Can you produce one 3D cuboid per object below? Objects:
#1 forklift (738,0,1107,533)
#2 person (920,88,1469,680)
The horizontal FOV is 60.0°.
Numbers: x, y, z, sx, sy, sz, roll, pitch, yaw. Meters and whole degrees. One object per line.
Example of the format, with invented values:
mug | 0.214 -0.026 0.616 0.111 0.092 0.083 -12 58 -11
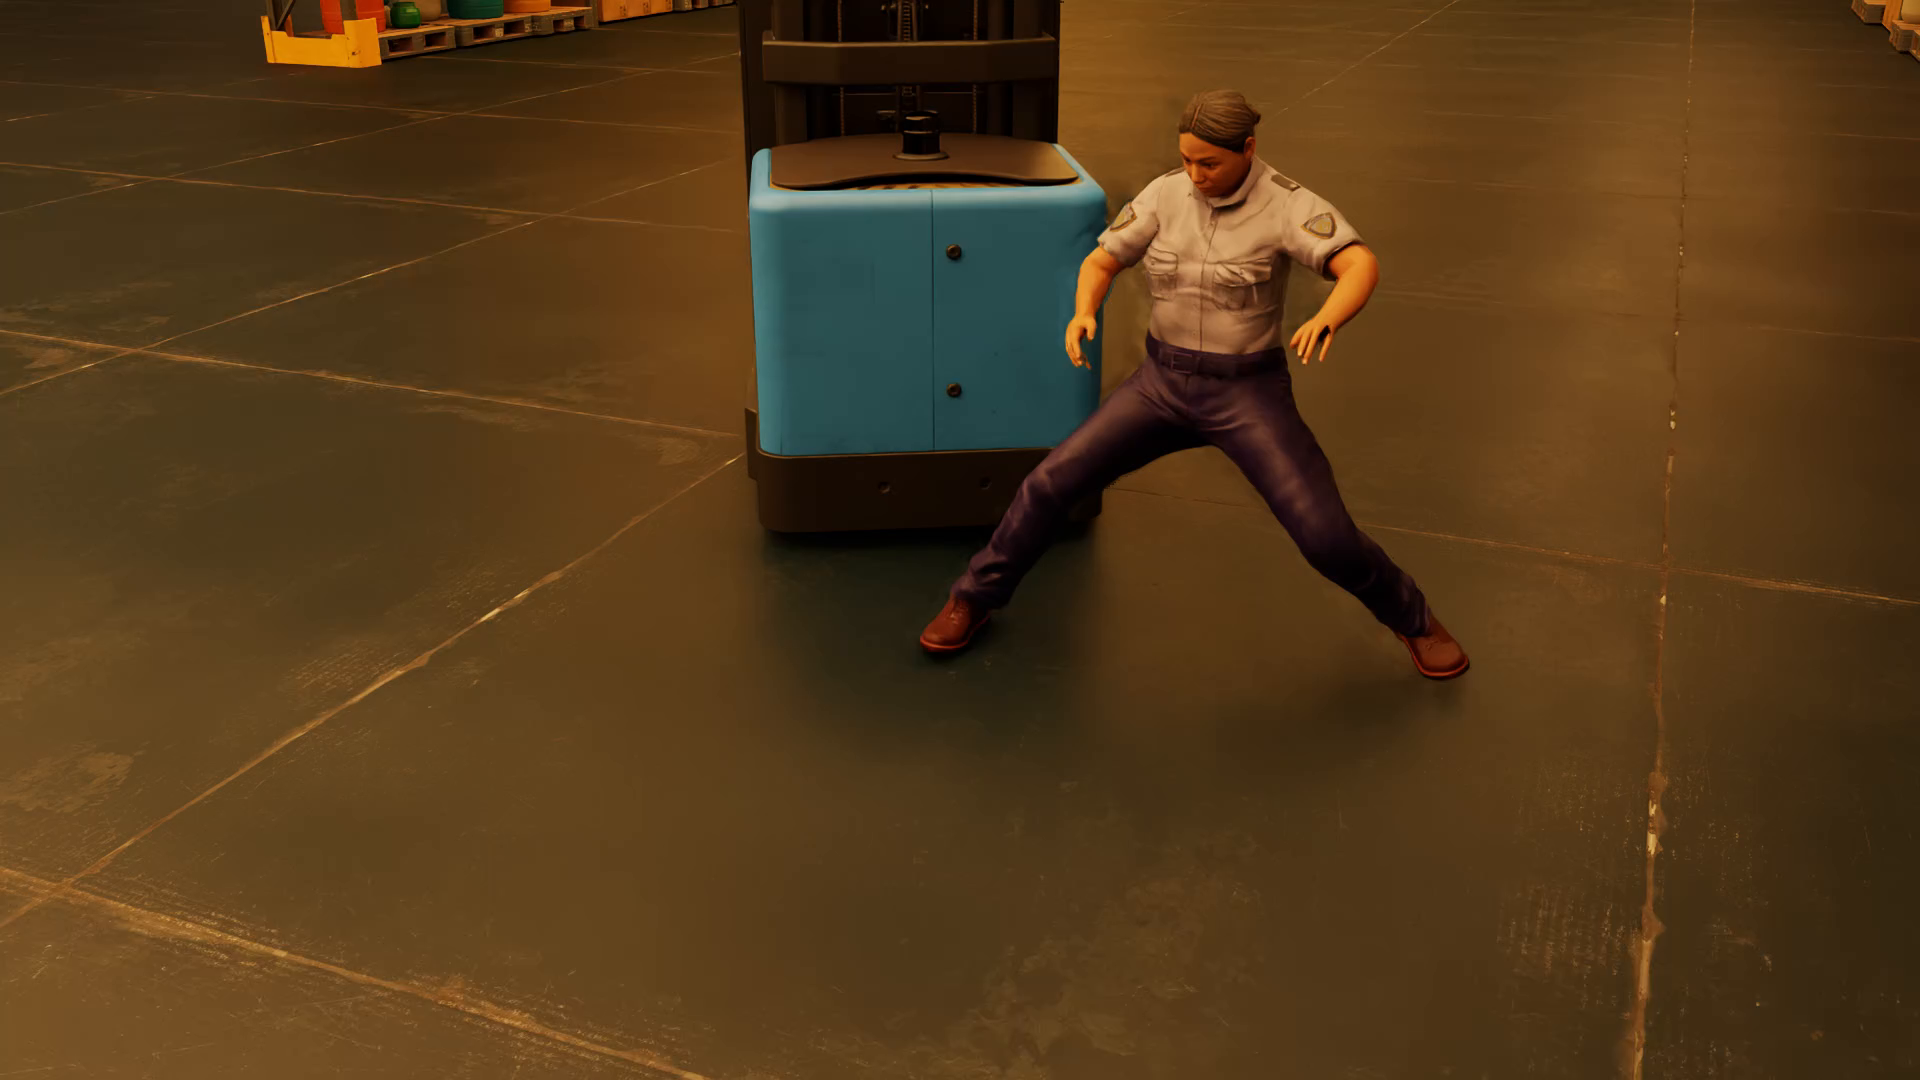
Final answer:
forklift | -0.230 -1.903 5.846 1.130 2.935 3.031 -2 23 -5
person | 0.605 -0.356 4.057 1.273 1.433 0.824 16 27 33
